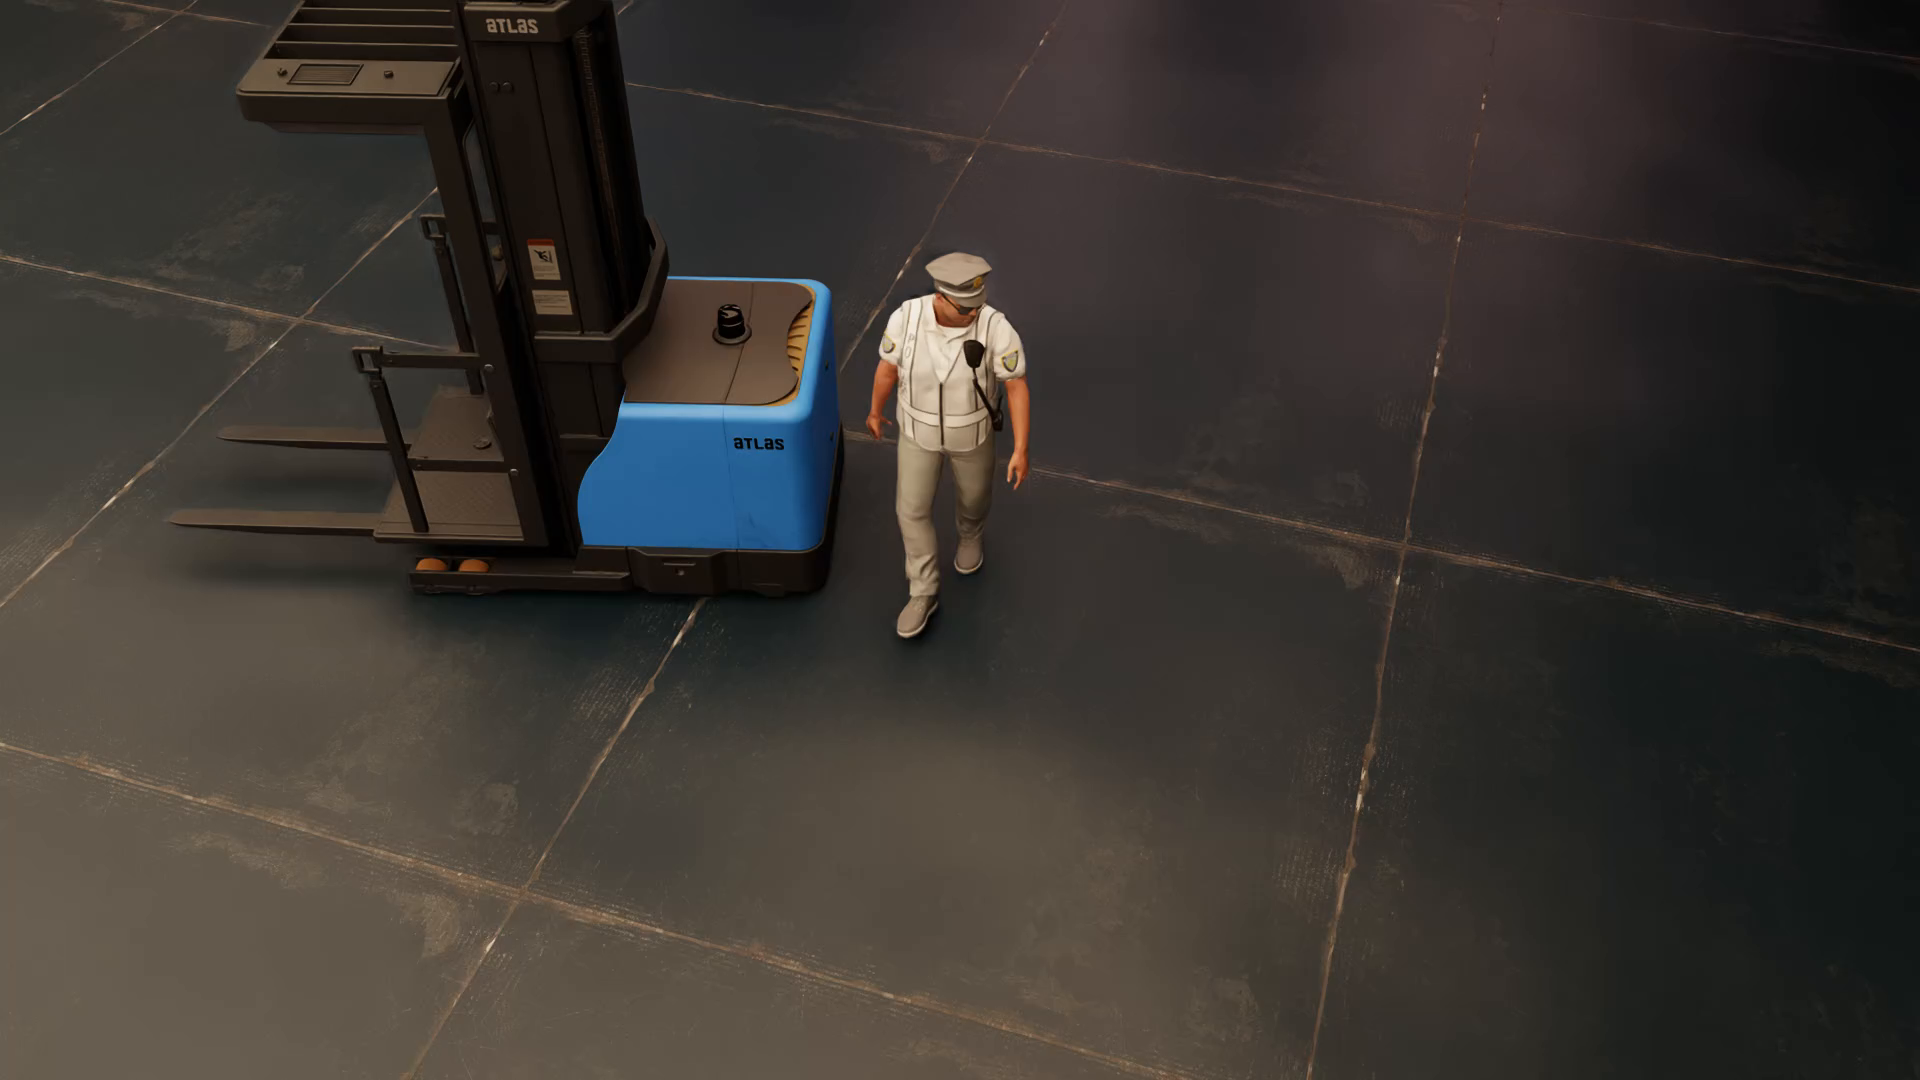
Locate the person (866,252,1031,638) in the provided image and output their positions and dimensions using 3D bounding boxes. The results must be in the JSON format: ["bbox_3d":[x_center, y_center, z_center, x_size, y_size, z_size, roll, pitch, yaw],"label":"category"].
[{"bbox_3d":[-0.064,-0.400,7.016,0.724,1.714,0.830,3,43,4],"label":"person"}]

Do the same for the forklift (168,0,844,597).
[{"bbox_3d":[-2.099,-1.183,6.960,3.031,2.935,1.130,2,43,2],"label":"forklift"}]
